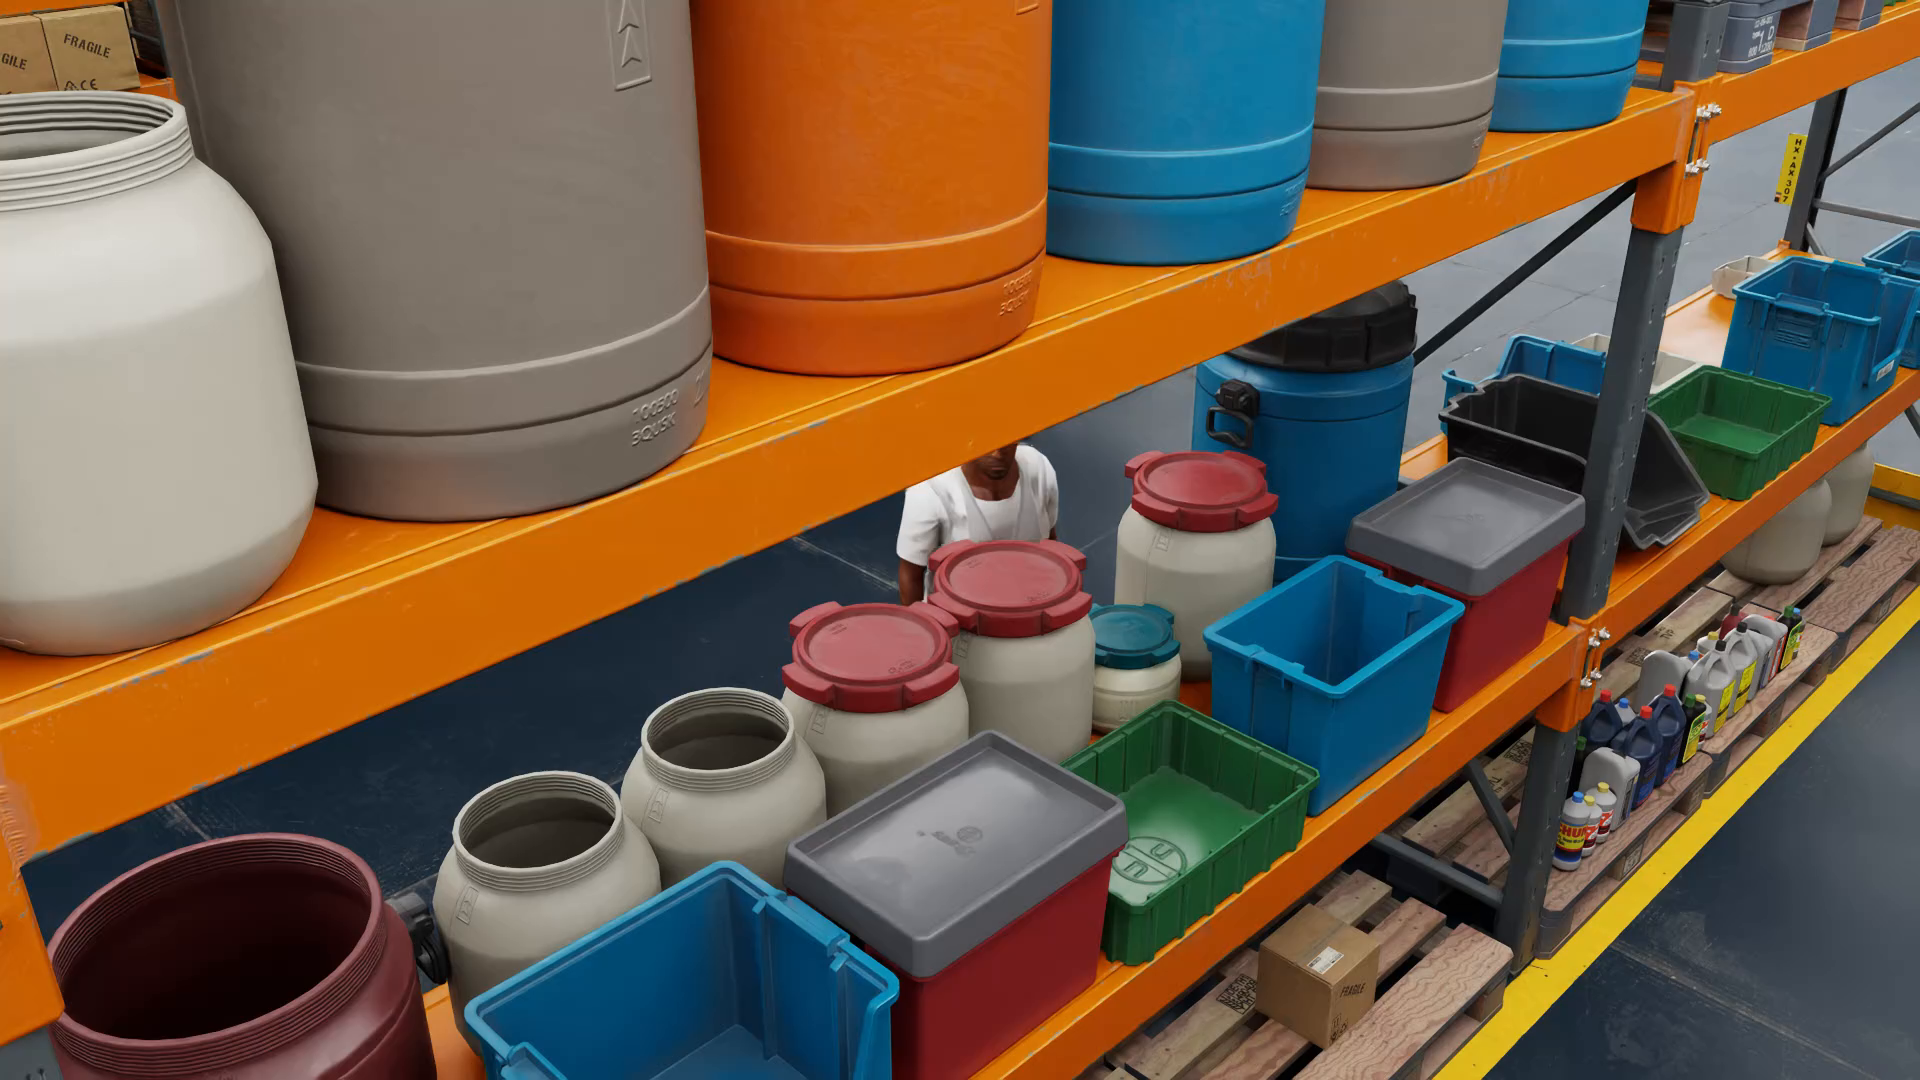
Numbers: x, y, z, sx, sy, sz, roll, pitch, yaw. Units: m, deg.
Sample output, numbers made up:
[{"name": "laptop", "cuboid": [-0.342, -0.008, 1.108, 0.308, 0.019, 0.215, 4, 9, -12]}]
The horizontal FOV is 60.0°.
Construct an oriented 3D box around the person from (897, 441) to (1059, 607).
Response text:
[{"name": "person", "cuboid": [0.093, 0.272, 5.560, 0.601, 1.702, 1.002, -6, 28, -11]}]
